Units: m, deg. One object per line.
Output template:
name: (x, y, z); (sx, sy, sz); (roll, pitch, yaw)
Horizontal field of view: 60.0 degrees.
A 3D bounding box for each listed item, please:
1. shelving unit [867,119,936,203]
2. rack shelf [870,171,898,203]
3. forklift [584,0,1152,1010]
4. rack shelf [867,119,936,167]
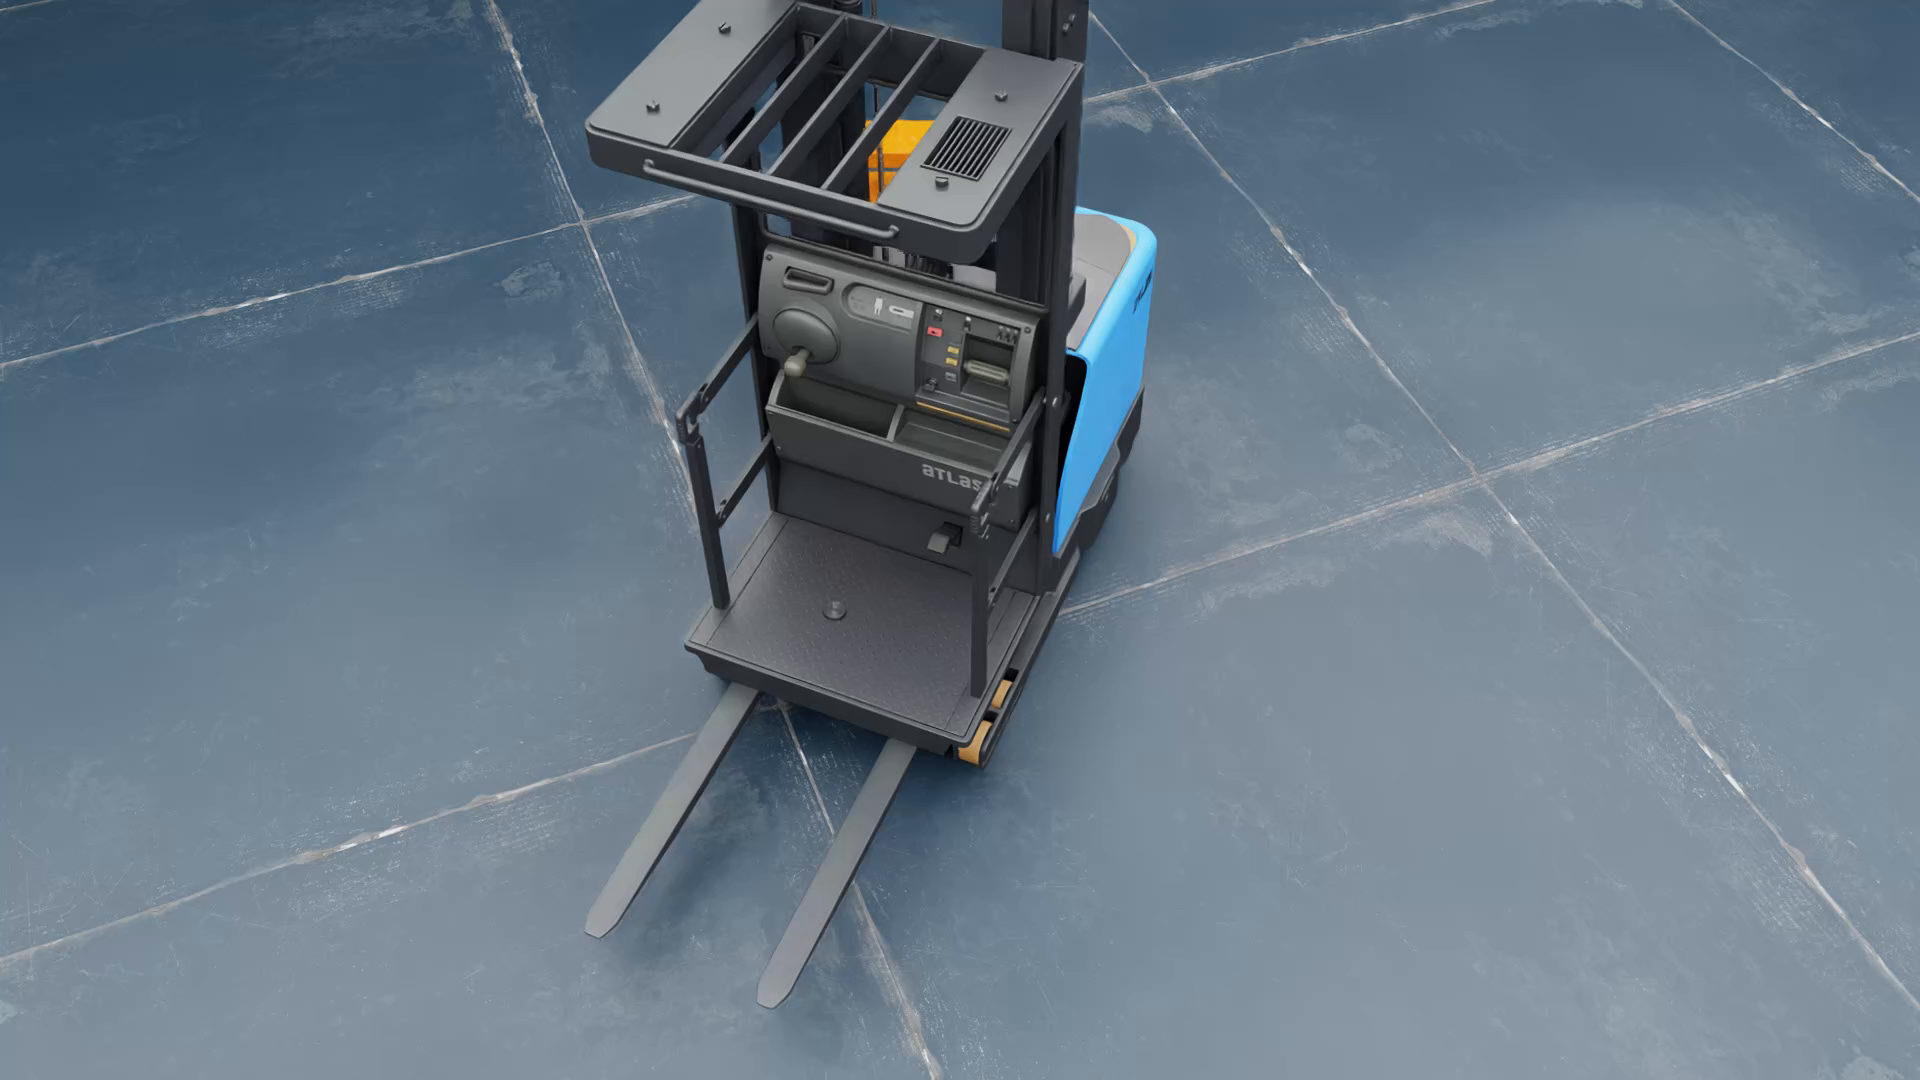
shelving unit: (-0.231, -1.272, 6.880); (0.499, 1.200, 0.258); (-1, 45, -1)
rack shelf: (-0.229, -1.382, 6.769); (0.480, 0.148, 0.258); (-1, 45, -1)
forklift: (-0.294, -0.536, 5.119); (1.121, 2.935, 3.031); (18, 52, 15)
rack shelf: (-0.229, -1.549, 6.602); (0.480, 0.148, 0.258); (-1, 45, -1)
